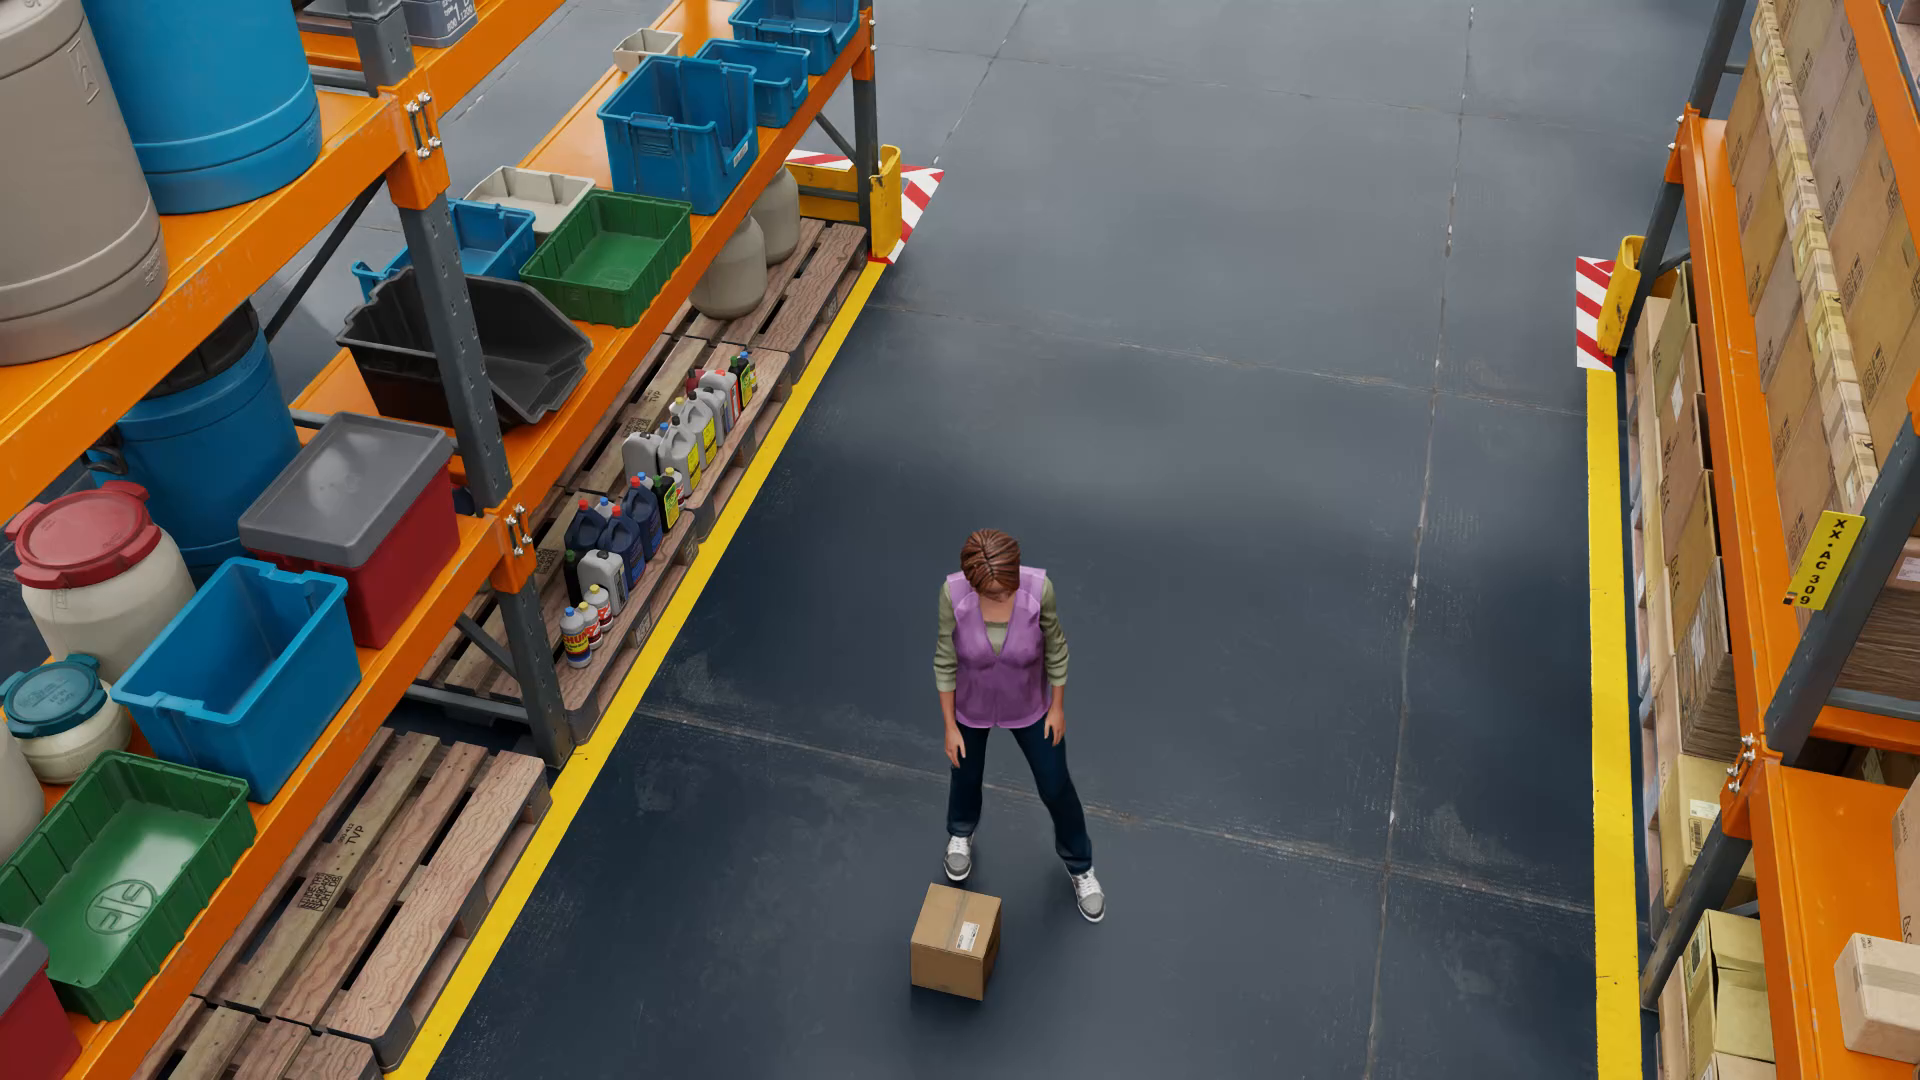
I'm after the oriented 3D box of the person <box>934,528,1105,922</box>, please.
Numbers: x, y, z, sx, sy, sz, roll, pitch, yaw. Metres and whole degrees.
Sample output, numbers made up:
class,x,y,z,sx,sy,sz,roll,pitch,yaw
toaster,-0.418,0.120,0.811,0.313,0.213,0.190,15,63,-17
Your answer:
class,x,y,z,sx,sy,sz,roll,pitch,yaw
person,0.217,0.606,5.488,0.608,1.564,0.435,2,42,2
